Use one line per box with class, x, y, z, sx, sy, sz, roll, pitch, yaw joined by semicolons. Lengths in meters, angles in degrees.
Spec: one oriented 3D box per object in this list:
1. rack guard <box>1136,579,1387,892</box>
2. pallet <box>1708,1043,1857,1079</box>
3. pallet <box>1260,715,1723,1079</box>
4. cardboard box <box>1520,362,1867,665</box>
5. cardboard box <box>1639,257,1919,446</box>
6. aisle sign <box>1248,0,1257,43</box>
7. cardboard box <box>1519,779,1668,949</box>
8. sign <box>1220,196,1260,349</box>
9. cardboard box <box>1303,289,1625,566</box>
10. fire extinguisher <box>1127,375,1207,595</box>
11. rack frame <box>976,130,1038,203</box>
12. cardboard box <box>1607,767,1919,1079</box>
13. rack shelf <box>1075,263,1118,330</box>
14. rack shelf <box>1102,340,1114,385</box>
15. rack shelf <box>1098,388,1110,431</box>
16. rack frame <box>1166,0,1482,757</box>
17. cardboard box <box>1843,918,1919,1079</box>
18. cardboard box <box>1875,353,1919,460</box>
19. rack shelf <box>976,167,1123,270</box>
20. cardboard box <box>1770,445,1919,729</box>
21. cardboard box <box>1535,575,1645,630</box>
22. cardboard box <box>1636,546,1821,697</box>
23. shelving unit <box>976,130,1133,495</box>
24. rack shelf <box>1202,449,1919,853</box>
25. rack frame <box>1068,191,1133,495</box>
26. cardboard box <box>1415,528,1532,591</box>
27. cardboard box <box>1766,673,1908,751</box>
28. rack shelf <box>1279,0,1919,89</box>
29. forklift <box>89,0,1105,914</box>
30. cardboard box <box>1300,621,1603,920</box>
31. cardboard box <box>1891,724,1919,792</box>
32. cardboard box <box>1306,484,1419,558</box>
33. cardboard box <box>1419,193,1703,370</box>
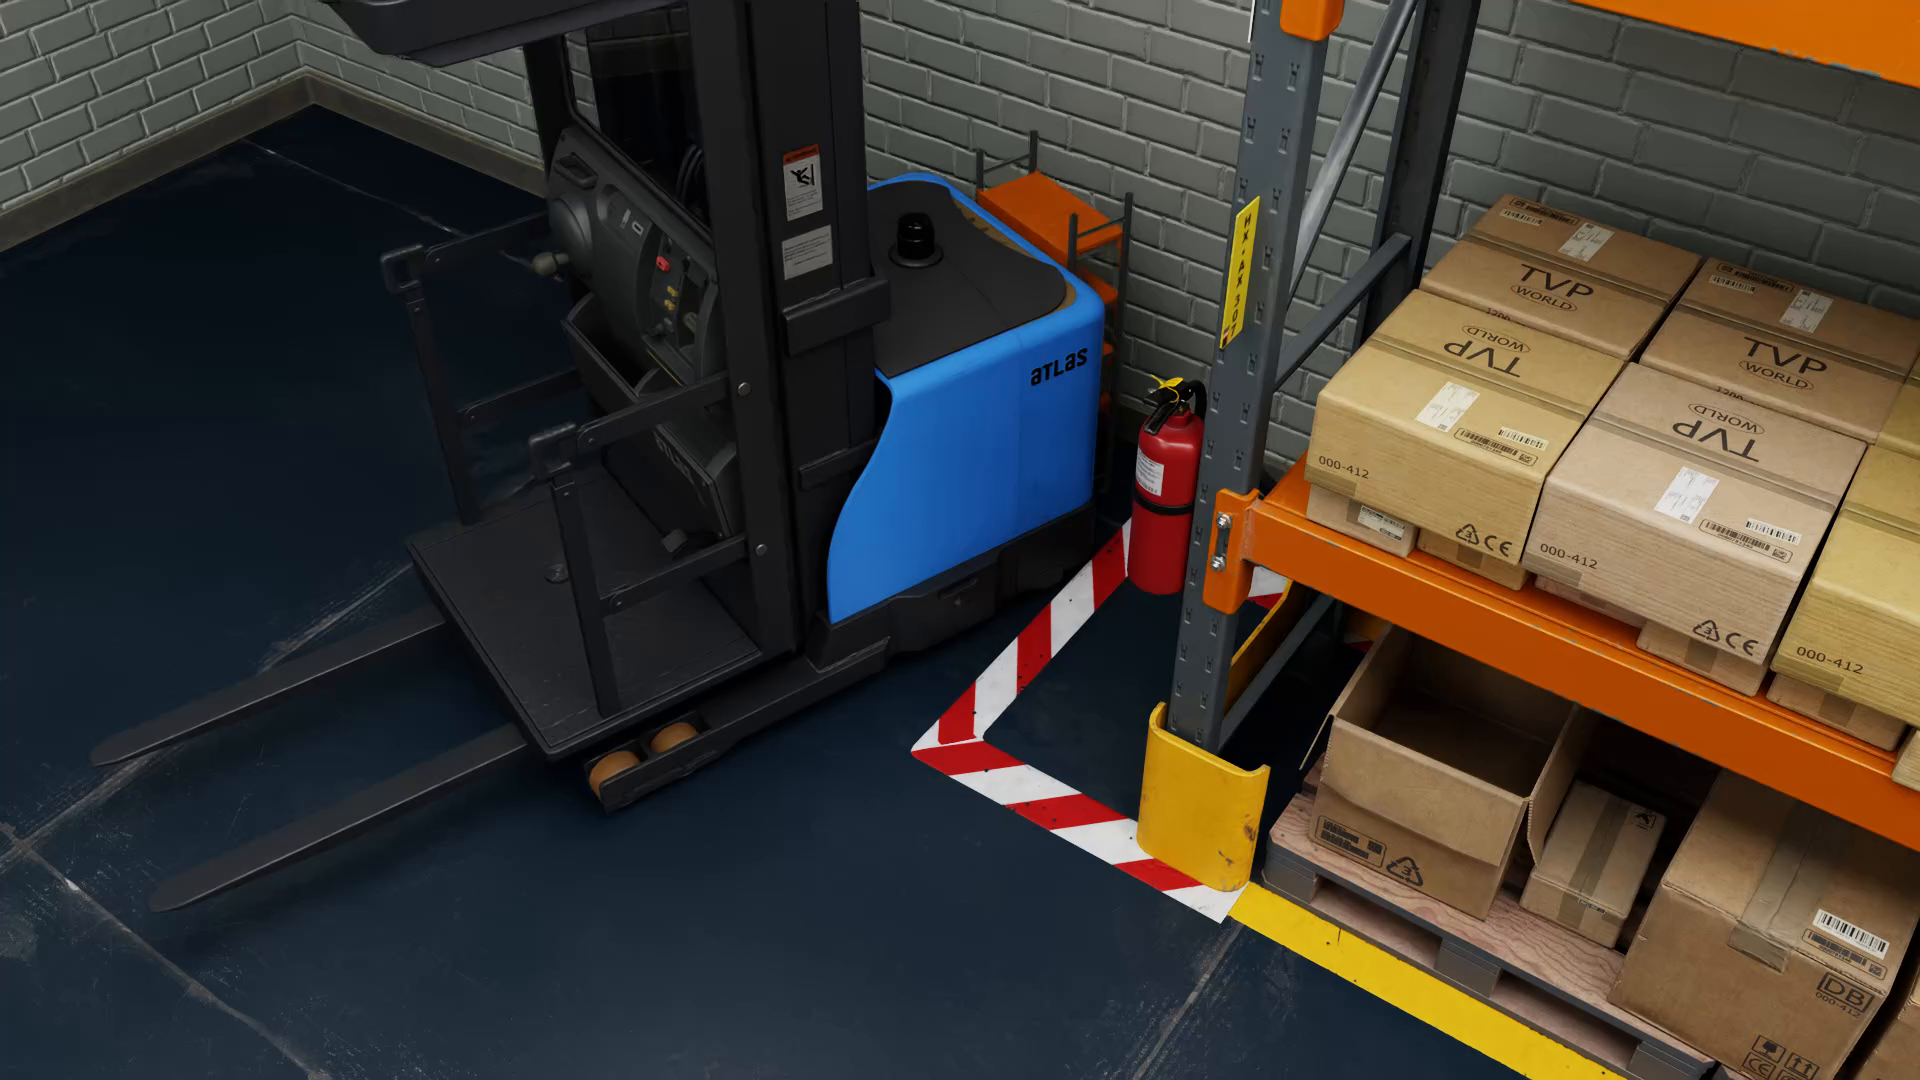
rack guard;0.958;0.431;4.893;0.348;0.500;1.175;25;48;25
pallet;2.606;1.311;4.126;1.213;0.211;1.003;25;48;25
pallet;1.612;0.844;4.649;1.213;0.211;1.003;25;48;25
cardboard box;1.526;-0.070;3.469;0.500;0.250;0.500;26;48;26
cardboard box;1.847;-0.355;3.786;0.500;0.250;0.500;25;48;25
aisle sign;0.672;-1.364;3.075;0.004;0.787;0.394;25;48;25
cardboard box;1.668;0.847;4.377;0.250;0.149;0.380;23;47;24
sign;0.585;-0.556;3.472;0.005;0.325;0.100;25;48;25
cardboard box;1.113;-0.263;3.684;0.500;0.250;0.500;25;48;26
fire extinguisher;0.510;-0.165;4.023;0.183;0.674;0.296;25;48;25
rack frame;0.153;-0.850;5.800;0.240;1.200;0.015;-25;48;-26
cardboard box;2.020;0.880;4.076;0.500;0.500;0.700;27;48;27
rack shelf;0.294;-0.834;5.547;0.258;0.148;0.480;-25;48;-26
rack shelf;0.294;-0.667;5.696;0.258;0.148;0.480;-25;48;-26
rack shelf;0.294;-0.519;5.829;0.258;0.148;0.480;-25;48;-26
rack frame;0.896;-0.529;4.092;0.127;3.000;1.000;25;48;25
cardboard box;2.396;1.137;3.789;0.500;0.500;0.500;26;48;26
cardboard box;2.249;-0.163;3.572;0.500;0.250;0.500;27;48;27
rack shelf;0.294;-1.010;5.390;0.258;0.148;0.480;-25;48;-26
cardboard box;1.943;0.122;3.254;0.500;0.250;0.500;24;47;25
cardboard box;1.478;-0.006;3.696;0.250;0.149;0.380;24;47;25
cardboard box;1.650;0.124;3.550;0.250;0.149;0.380;27;48;27
shelving unit;0.294;-0.717;5.652;0.258;1.200;0.503;-25;48;-26
rack shelf;2.534;0.505;3.476;4.000;0.370;1.077;25;48;25
rack frame;0.436;-0.584;5.503;0.240;1.200;0.015;-25;48;-26
cardboard box;1.243;-0.088;3.787;0.250;0.149;0.380;26;48;26
cardboard box;1.870;0.223;3.440;0.250;0.149;0.380;26;48;26
rack shelf;2.534;-0.613;2.476;4.000;0.370;1.077;25;48;25
forklift;-1.049;-0.713;4.349;3.031;2.935;1.130;-25;47;-25
cardboard box;1.343;0.531;4.465;0.637;0.503;0.797;23;47;24
cardboard box;2.034;0.360;3.286;0.250;0.149;0.380;24;47;24
cardboard box;1.008;-0.160;3.868;0.250;0.149;0.380;25;47;25
cardboard box;1.425;-0.553;4.008;0.500;0.250;0.500;26;48;26
